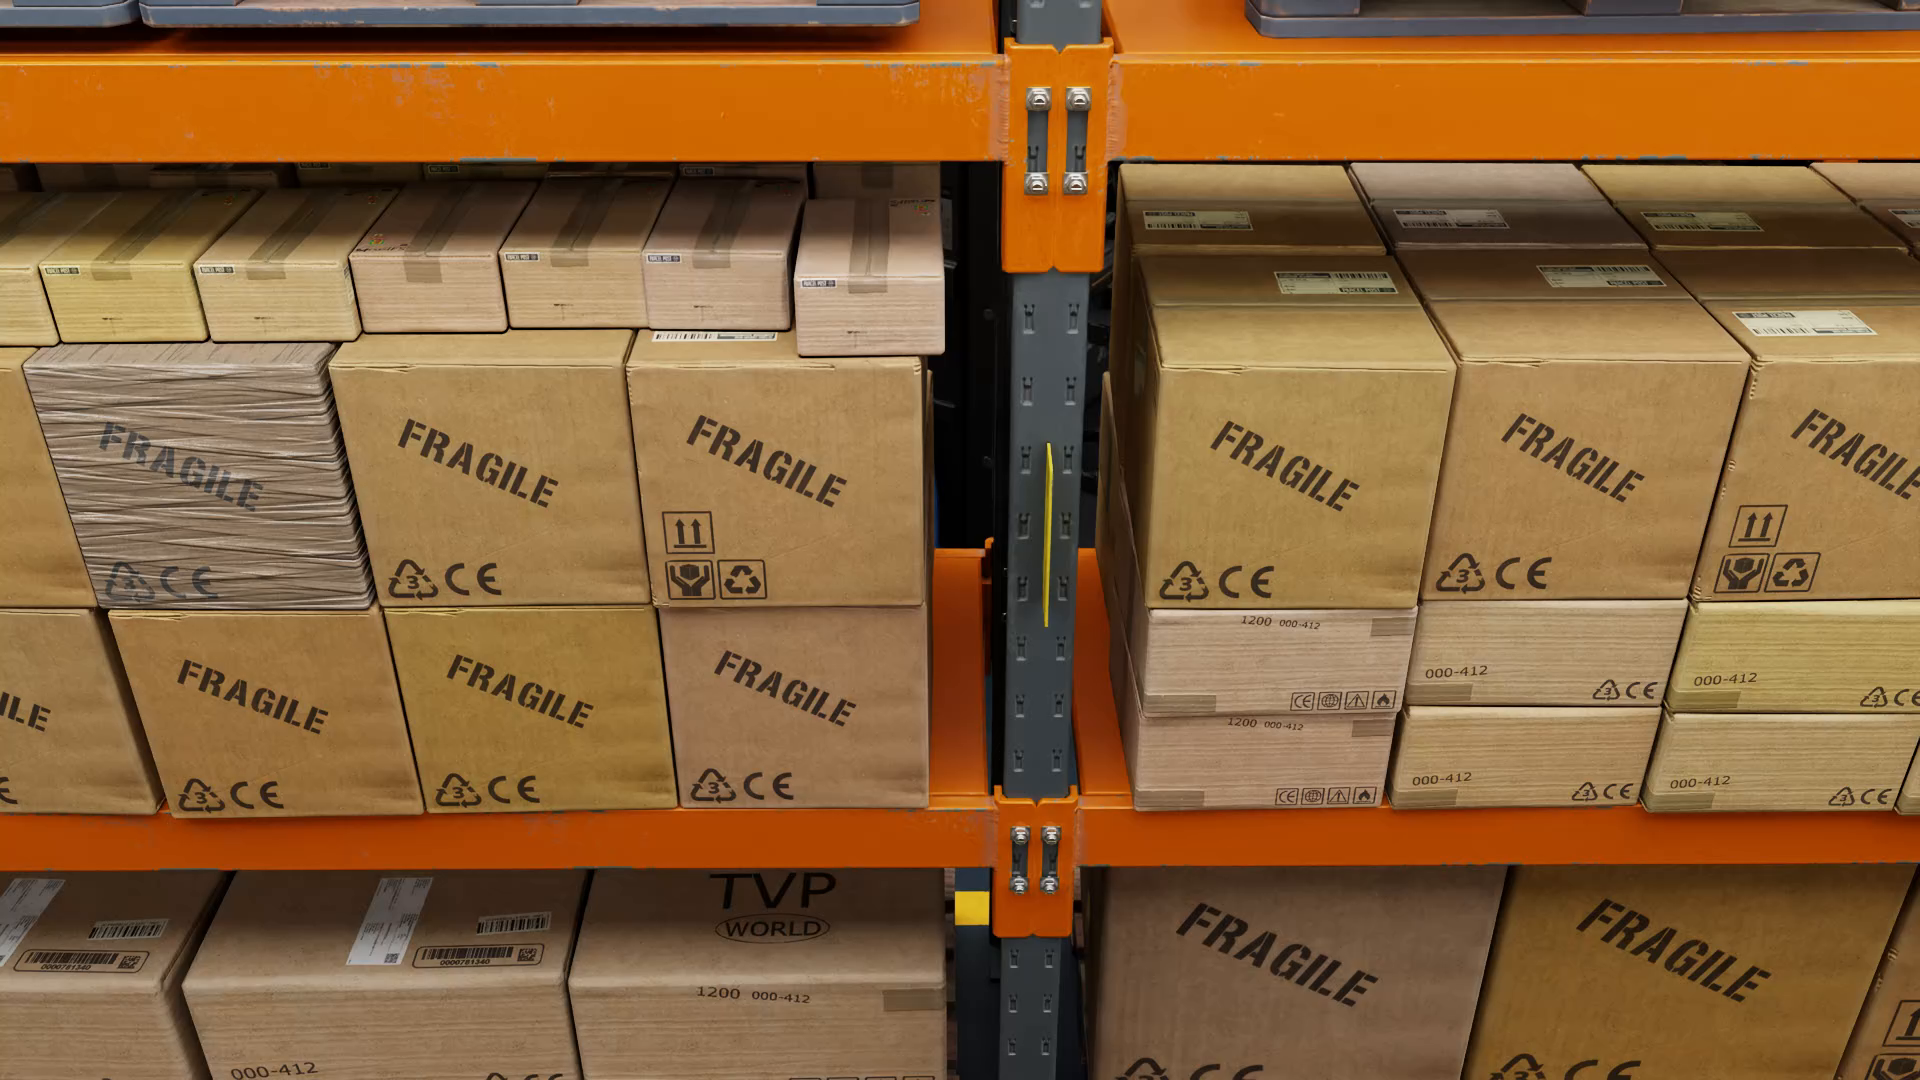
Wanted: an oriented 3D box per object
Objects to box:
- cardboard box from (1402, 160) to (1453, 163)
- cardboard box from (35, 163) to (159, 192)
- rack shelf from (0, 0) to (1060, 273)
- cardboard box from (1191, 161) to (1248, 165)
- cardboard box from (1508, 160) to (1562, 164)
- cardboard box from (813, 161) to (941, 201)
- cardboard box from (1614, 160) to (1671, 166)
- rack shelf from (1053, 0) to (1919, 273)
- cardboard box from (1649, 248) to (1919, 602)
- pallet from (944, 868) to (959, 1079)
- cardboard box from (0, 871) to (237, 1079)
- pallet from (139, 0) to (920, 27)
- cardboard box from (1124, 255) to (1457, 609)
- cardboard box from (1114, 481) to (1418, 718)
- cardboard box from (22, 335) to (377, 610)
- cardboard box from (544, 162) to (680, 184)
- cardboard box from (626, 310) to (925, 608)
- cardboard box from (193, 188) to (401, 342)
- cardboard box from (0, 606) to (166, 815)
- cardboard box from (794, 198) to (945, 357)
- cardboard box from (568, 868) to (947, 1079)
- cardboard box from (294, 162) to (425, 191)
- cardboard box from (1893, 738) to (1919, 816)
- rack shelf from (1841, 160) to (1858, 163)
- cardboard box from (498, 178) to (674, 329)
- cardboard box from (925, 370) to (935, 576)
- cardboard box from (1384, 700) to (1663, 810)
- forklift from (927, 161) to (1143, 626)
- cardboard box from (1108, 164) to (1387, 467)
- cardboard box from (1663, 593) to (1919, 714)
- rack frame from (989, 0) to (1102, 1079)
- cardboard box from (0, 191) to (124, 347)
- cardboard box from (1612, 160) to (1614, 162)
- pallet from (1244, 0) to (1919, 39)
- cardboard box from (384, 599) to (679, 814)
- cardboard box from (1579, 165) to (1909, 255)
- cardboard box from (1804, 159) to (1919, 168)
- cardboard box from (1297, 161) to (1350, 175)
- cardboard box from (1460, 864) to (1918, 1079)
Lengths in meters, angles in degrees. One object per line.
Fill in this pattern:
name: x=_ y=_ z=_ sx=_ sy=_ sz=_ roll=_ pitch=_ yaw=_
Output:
cardboard box: x=2.298 y=-1.743 z=8.110 sx=0.250 sy=0.149 sz=0.380 roll=-2 pitch=31 yaw=-3
cardboard box: x=-1.690 y=-0.776 z=3.452 sx=0.250 sy=0.149 sz=0.380 roll=0 pitch=31 yaw=0
rack shelf: x=-1.849 y=-0.859 z=3.075 sx=4.000 sy=0.370 sz=1.077 roll=0 pitch=31 yaw=0
cardboard box: x=1.284 y=-1.772 z=8.158 sx=0.250 sy=0.149 sz=0.380 roll=-1 pitch=31 yaw=-1
cardboard box: x=2.824 y=-1.760 z=8.139 sx=0.250 sy=0.149 sz=0.380 roll=1 pitch=31 yaw=1
cardboard box: x=-0.167 y=-0.771 z=3.444 sx=0.250 sy=0.149 sz=0.380 roll=-1 pitch=31 yaw=-1
cardboard box: x=3.352 y=-1.716 z=8.065 sx=0.250 sy=0.149 sz=0.380 roll=-2 pitch=31 yaw=-3
rack shelf: x=2.150 y=-0.871 z=3.096 sx=4.000 sy=0.370 sz=1.077 roll=0 pitch=31 yaw=0
cardboard box: x=1.602 y=-0.229 z=3.175 sx=0.500 sy=0.500 sz=0.500 roll=-1 pitch=31 yaw=-2
pallet: x=-0.610 y=1.264 z=4.463 sx=1.213 sy=0.211 sz=1.003 roll=0 pitch=31 yaw=0
cardboard box: x=-2.275 y=0.977 z=4.313 sx=0.875 sy=0.438 sz=0.875 roll=1 pitch=31 yaw=1
pallet: x=-0.668 y=-1.137 z=2.927 sx=1.213 sy=0.211 sz=1.003 roll=0 pitch=31 yaw=0
cardboard box: x=0.592 y=-0.213 z=3.148 sx=0.500 sy=0.500 sz=0.500 roll=0 pitch=31 yaw=0
cardboard box: x=0.592 y=0.105 z=3.347 sx=0.500 sy=0.250 sz=0.500 roll=-1 pitch=31 yaw=-2
cardboard box: x=-1.336 y=-0.212 z=3.147 sx=0.500 sy=0.500 sz=0.500 roll=0 pitch=31 yaw=0
cardboard box: x=-0.678 y=-0.739 z=3.391 sx=0.250 sy=0.149 sz=0.380 roll=-1 pitch=31 yaw=-1
cardboard box: x=-0.320 y=-0.216 z=3.153 sx=0.500 sy=0.500 sz=0.500 roll=0 pitch=31 yaw=-1
cardboard box: x=-1.172 y=-0.502 z=3.000 sx=0.250 sy=0.149 sz=0.380 roll=0 pitch=31 yaw=-1
cardboard box: x=-1.852 y=0.209 z=3.418 sx=0.500 sy=0.500 sz=0.500 roll=1 pitch=31 yaw=1
cardboard box: x=-0.156 y=-0.472 z=2.950 sx=0.250 sy=0.149 sz=0.380 roll=-1 pitch=31 yaw=-1
cardboard box: x=-0.478 y=0.972 z=4.321 sx=0.875 sy=0.438 sz=0.875 roll=-1 pitch=31 yaw=-1
cardboard box: x=-1.193 y=-0.785 z=3.466 sx=0.250 sy=0.149 sz=0.380 roll=-1 pitch=31 yaw=-2
cardboard box: x=2.122 y=0.317 z=3.480 sx=0.500 sy=0.250 sz=0.500 roll=-1 pitch=31 yaw=-1
rack shelf: x=6.117 y=-2.176 z=8.138 sx=4.000 sy=0.370 sz=1.077 roll=0 pitch=31 yaw=0
cardboard box: x=-0.669 y=-0.531 z=3.048 sx=0.250 sy=0.149 sz=0.380 roll=0 pitch=31 yaw=0
cardboard box: x=-0.320 y=-0.067 z=3.873 sx=0.500 sy=0.500 sz=0.500 roll=1 pitch=31 yaw=1
cardboard box: x=1.110 y=0.307 z=3.496 sx=0.500 sy=0.250 sz=0.500 roll=-1 pitch=31 yaw=-2
forklift: x=0.571 y=-1.058 z=5.669 sx=3.031 sy=2.935 sz=1.130 roll=17 pitch=35 yaw=26
cardboard box: x=0.596 y=-0.492 z=3.609 sx=0.500 sy=0.500 sz=0.500 roll=1 pitch=31 yaw=1
cardboard box: x=1.618 y=0.101 z=3.354 sx=0.500 sy=0.250 sz=0.500 roll=0 pitch=31 yaw=0
rack frame: x=0.151 y=0.110 z=3.677 sx=0.127 sy=3.000 sz=1.000 roll=0 pitch=31 yaw=0
cardboard box: x=-1.680 y=-0.492 z=2.983 sx=0.250 sy=0.149 sz=0.380 roll=0 pitch=31 yaw=0
cardboard box: x=3.328 y=-2.039 z=8.598 sx=0.250 sy=0.149 sz=0.380 roll=1 pitch=31 yaw=1
pallet: x=1.067 y=-1.119 z=2.995 sx=1.217 sy=0.209 sz=0.805 roll=-1 pitch=31 yaw=-2
cardboard box: x=-0.826 y=0.206 z=3.423 sx=0.500 sy=0.500 sz=0.500 roll=-1 pitch=31 yaw=-2
cardboard box: x=1.620 y=-0.489 z=3.604 sx=0.500 sy=0.500 sz=0.500 roll=1 pitch=31 yaw=1
cardboard box: x=4.741 y=-1.636 z=8.440 sx=0.625 sy=0.625 sz=0.875 roll=1 pitch=31 yaw=1
cardboard box: x=1.783 y=-1.753 z=8.126 sx=0.250 sy=0.149 sz=0.380 roll=1 pitch=31 yaw=1
cardboard box: x=1.673 y=0.789 z=4.202 sx=0.875 sy=0.875 sz=0.875 roll=1 pitch=31 yaw=1
